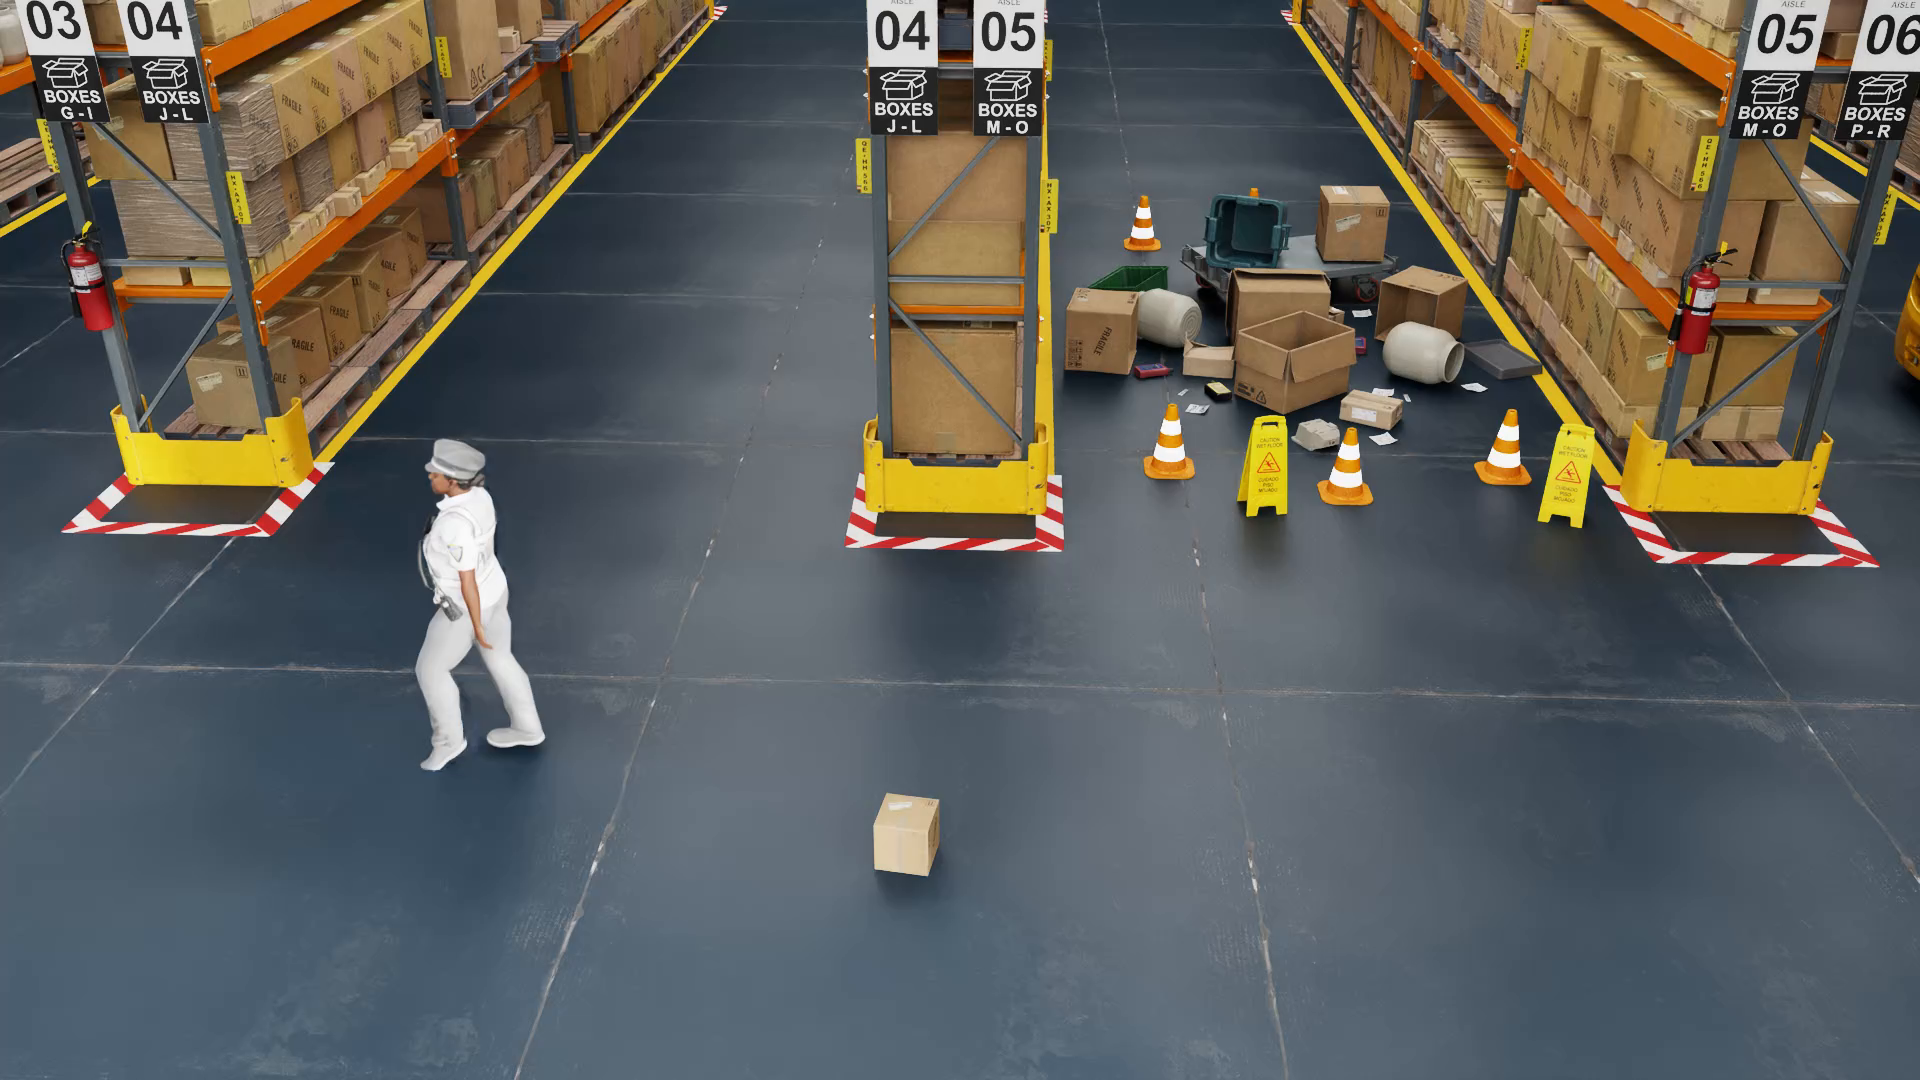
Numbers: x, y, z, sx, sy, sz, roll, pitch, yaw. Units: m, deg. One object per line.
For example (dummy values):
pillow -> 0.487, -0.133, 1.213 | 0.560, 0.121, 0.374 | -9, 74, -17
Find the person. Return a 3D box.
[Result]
person -> -2.393, 0.323, 8.028 | 0.593, 1.755, 0.446 | 3, 28, 5
